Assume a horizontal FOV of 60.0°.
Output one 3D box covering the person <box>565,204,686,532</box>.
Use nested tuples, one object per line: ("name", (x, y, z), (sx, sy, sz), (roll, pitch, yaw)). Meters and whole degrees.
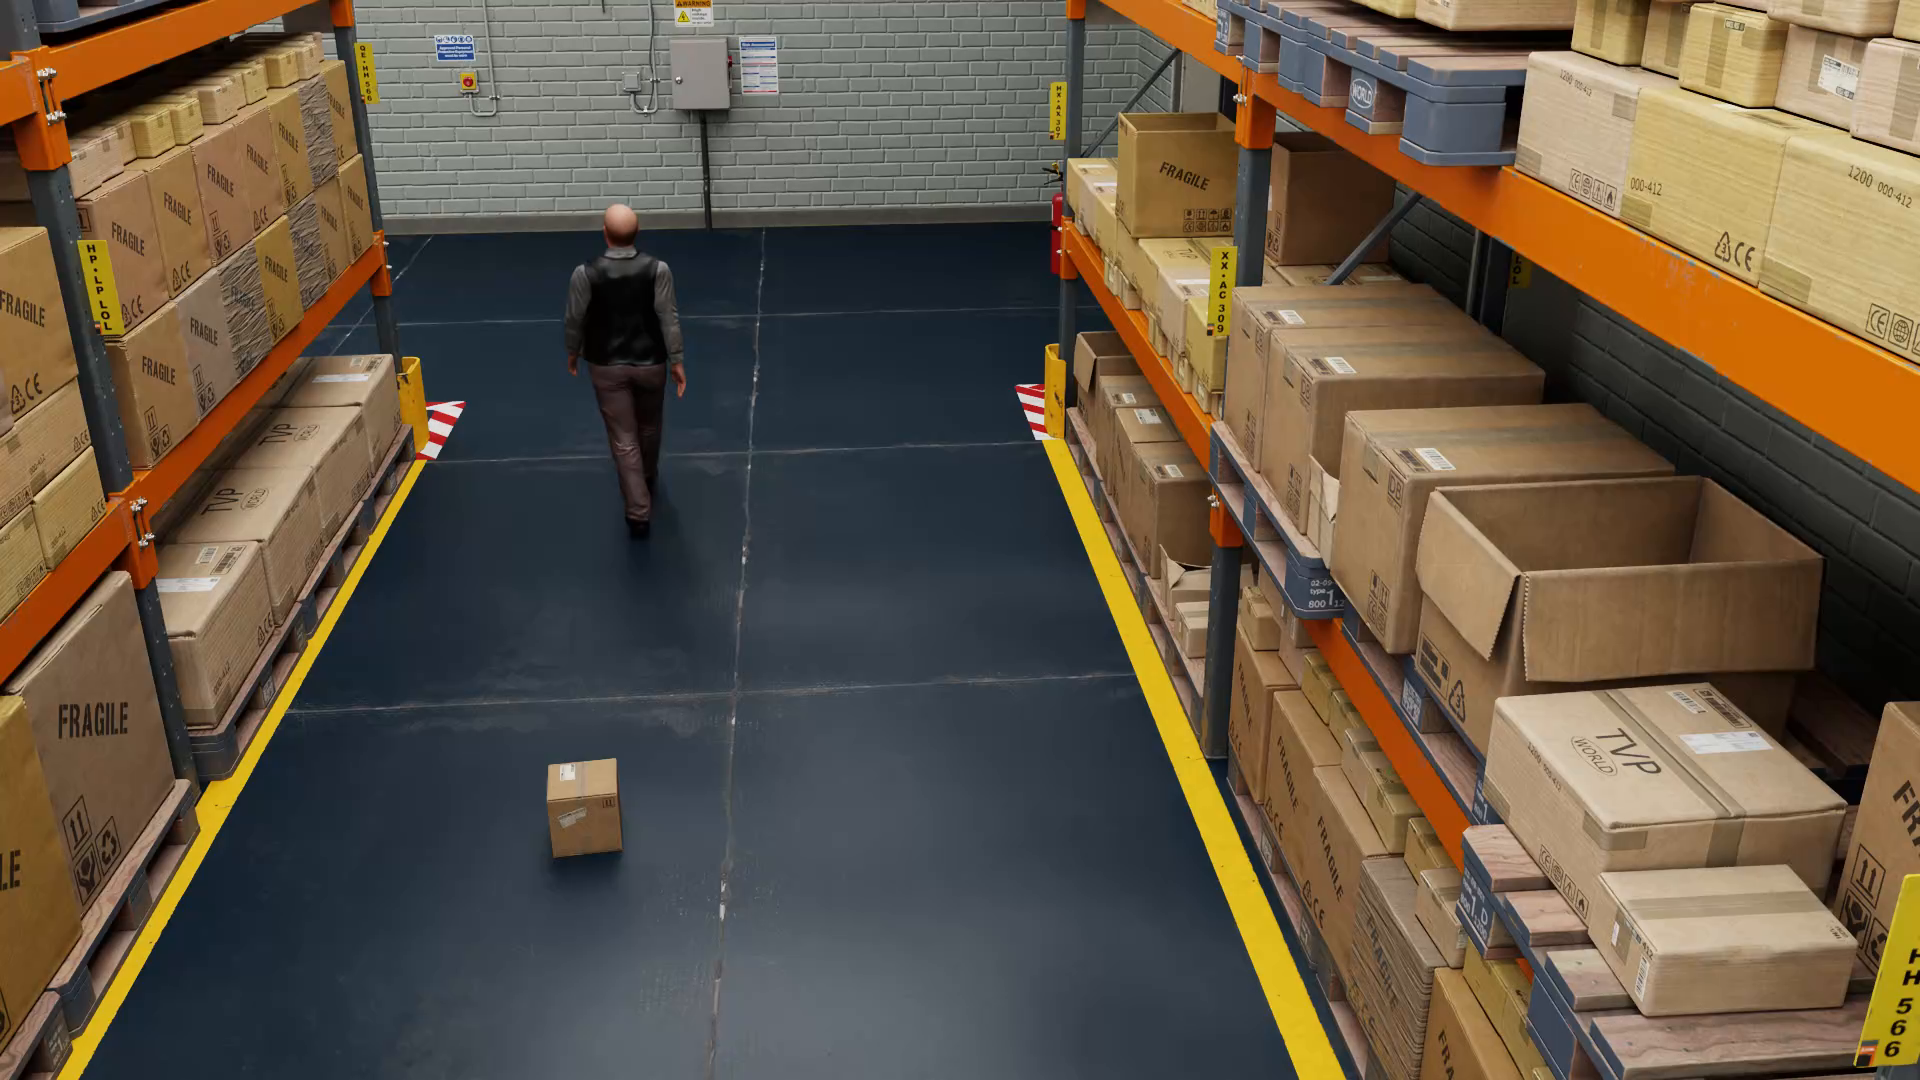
("person", (-1.792, -0.970, 8.821), (0.575, 1.670, 0.978), (-9, 25, -19))
